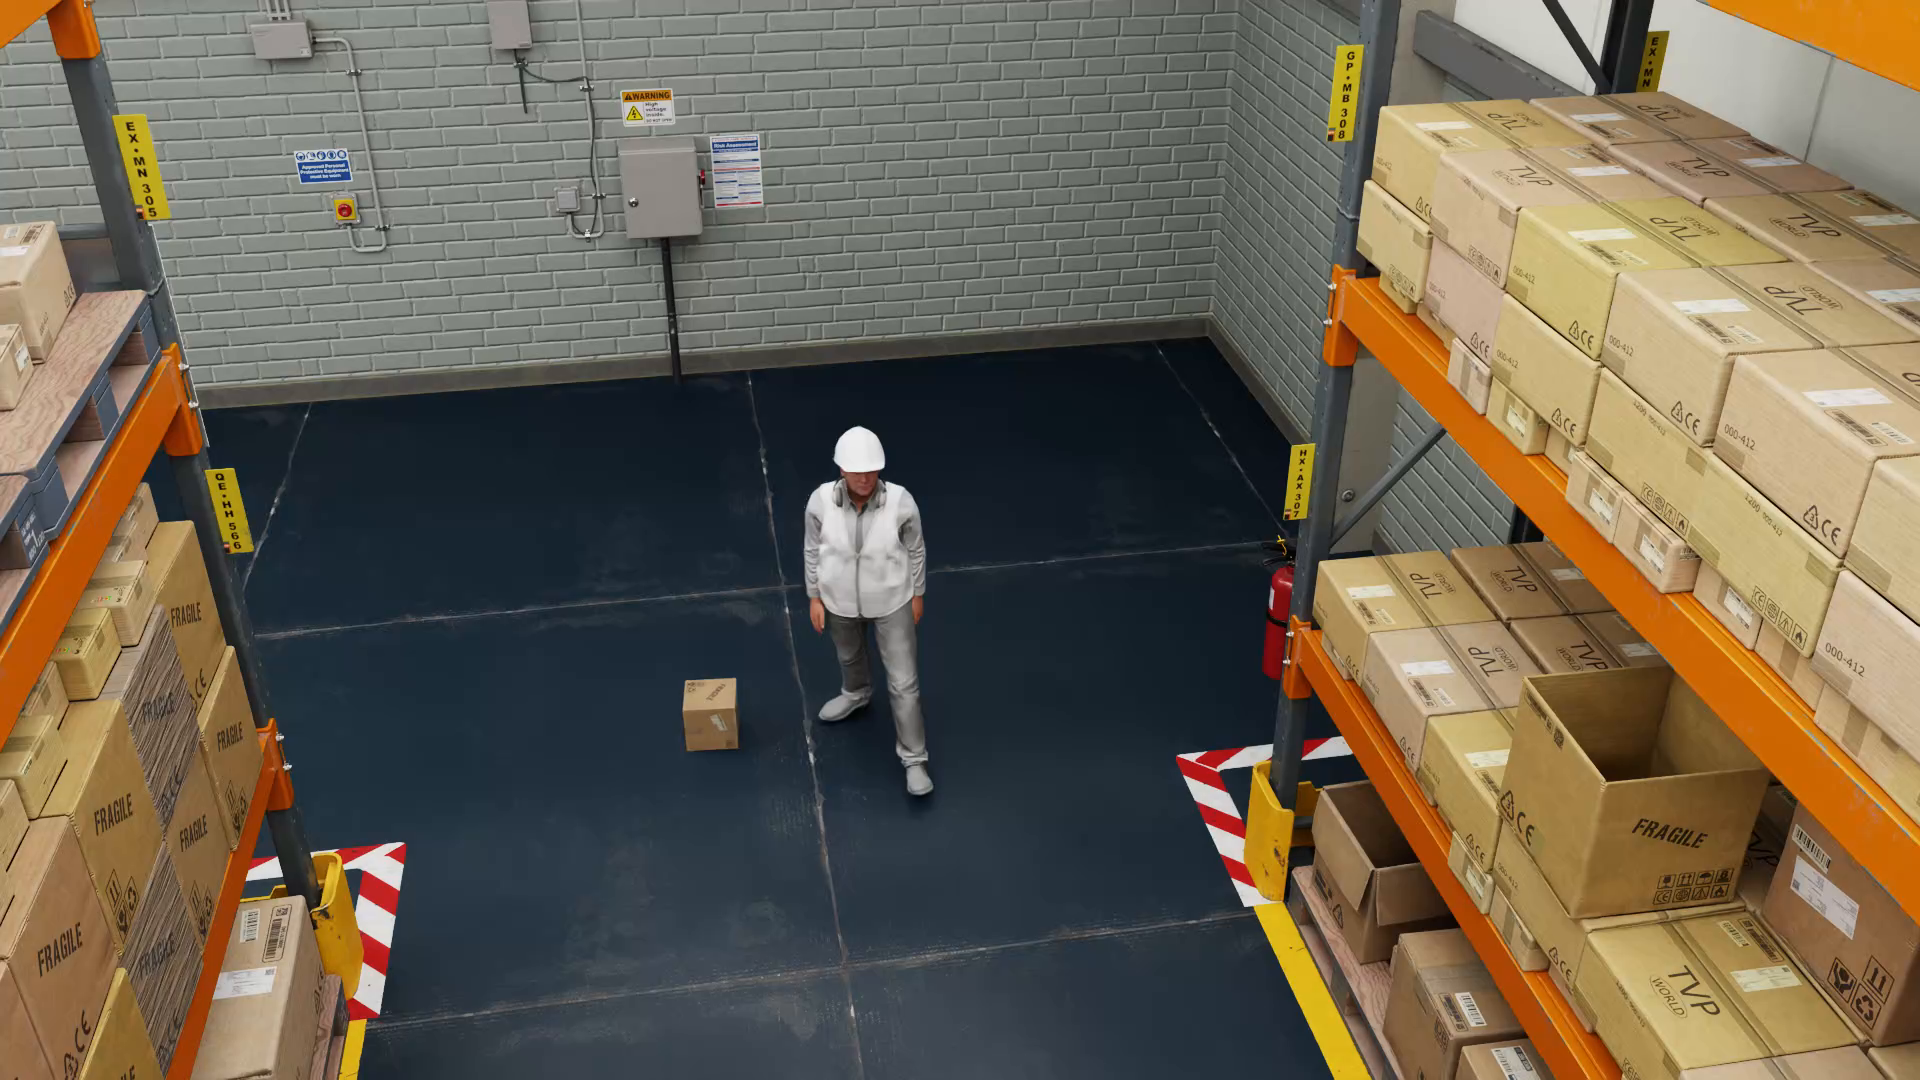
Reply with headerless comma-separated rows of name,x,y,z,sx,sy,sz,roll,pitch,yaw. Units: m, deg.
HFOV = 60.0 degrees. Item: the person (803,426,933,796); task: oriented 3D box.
person,-0.405,0.278,7.625,0.654,1.732,0.864,4,31,6
